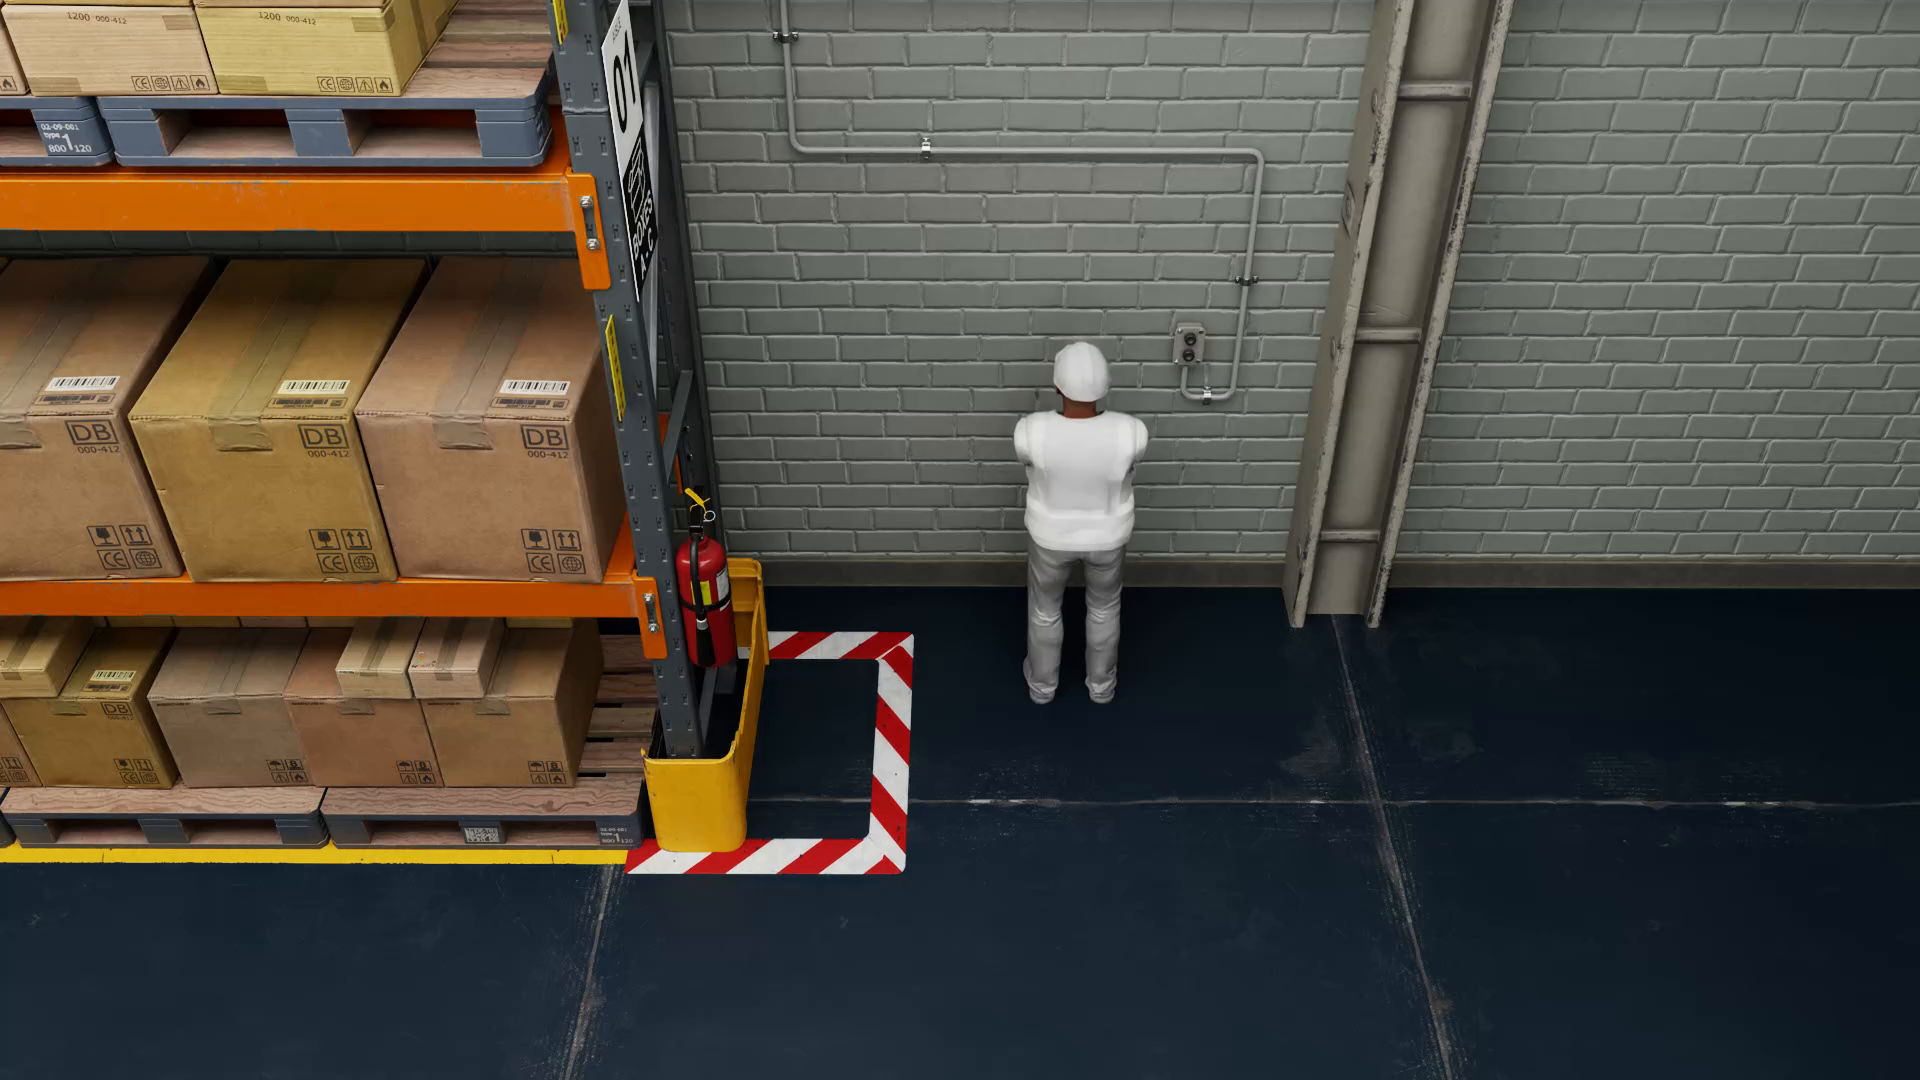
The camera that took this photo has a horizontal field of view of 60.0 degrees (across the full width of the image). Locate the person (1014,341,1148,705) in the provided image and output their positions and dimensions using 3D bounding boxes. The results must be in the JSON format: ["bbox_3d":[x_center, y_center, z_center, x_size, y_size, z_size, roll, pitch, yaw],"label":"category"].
[{"bbox_3d":[0.465,-0.109,6.632,0.484,1.760,0.586,1,39,1],"label":"person"}]
